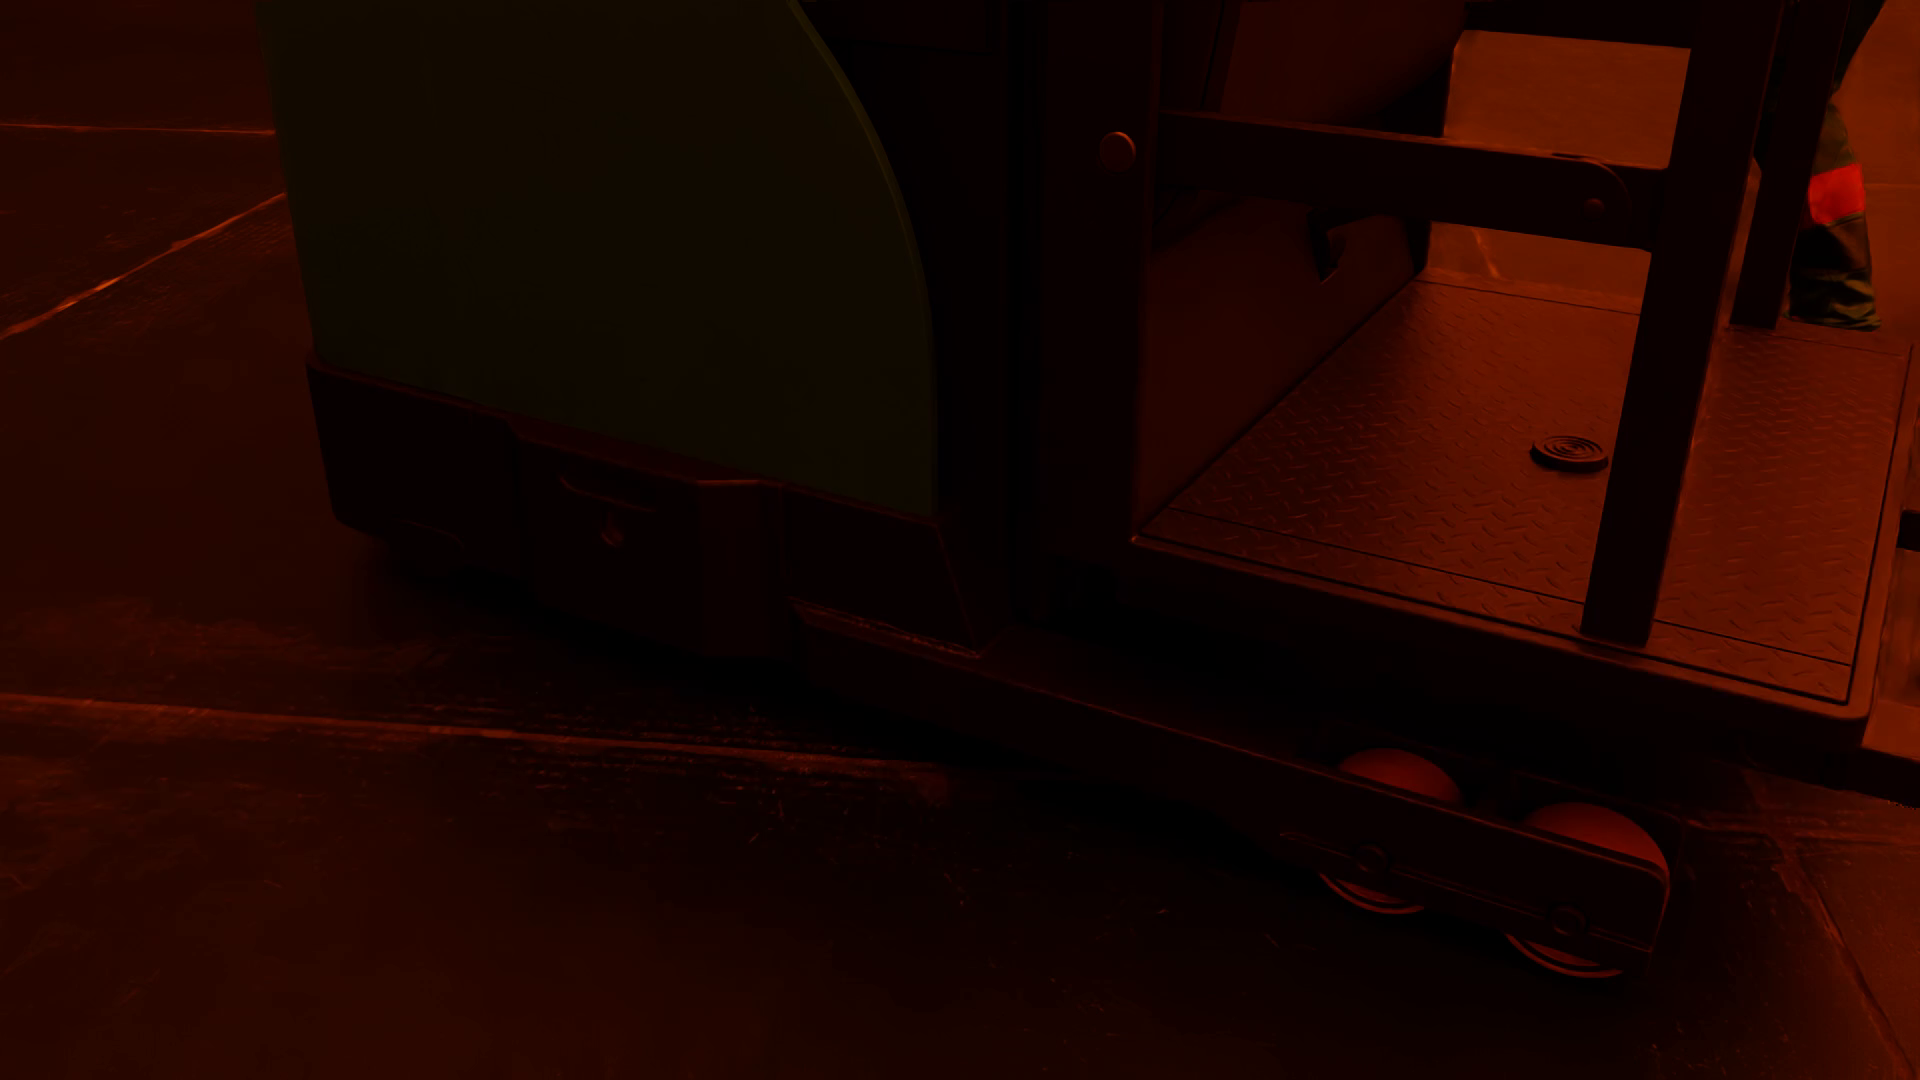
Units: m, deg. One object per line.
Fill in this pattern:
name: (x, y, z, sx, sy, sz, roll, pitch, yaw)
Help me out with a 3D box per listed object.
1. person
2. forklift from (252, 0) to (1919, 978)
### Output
person: (1.735, -1.185, 3.003, 1.122, 1.719, 0.527, -2, 27, -5)
forklift: (0.616, -1.154, 1.529, 3.031, 2.935, 1.130, 14, 30, 26)
